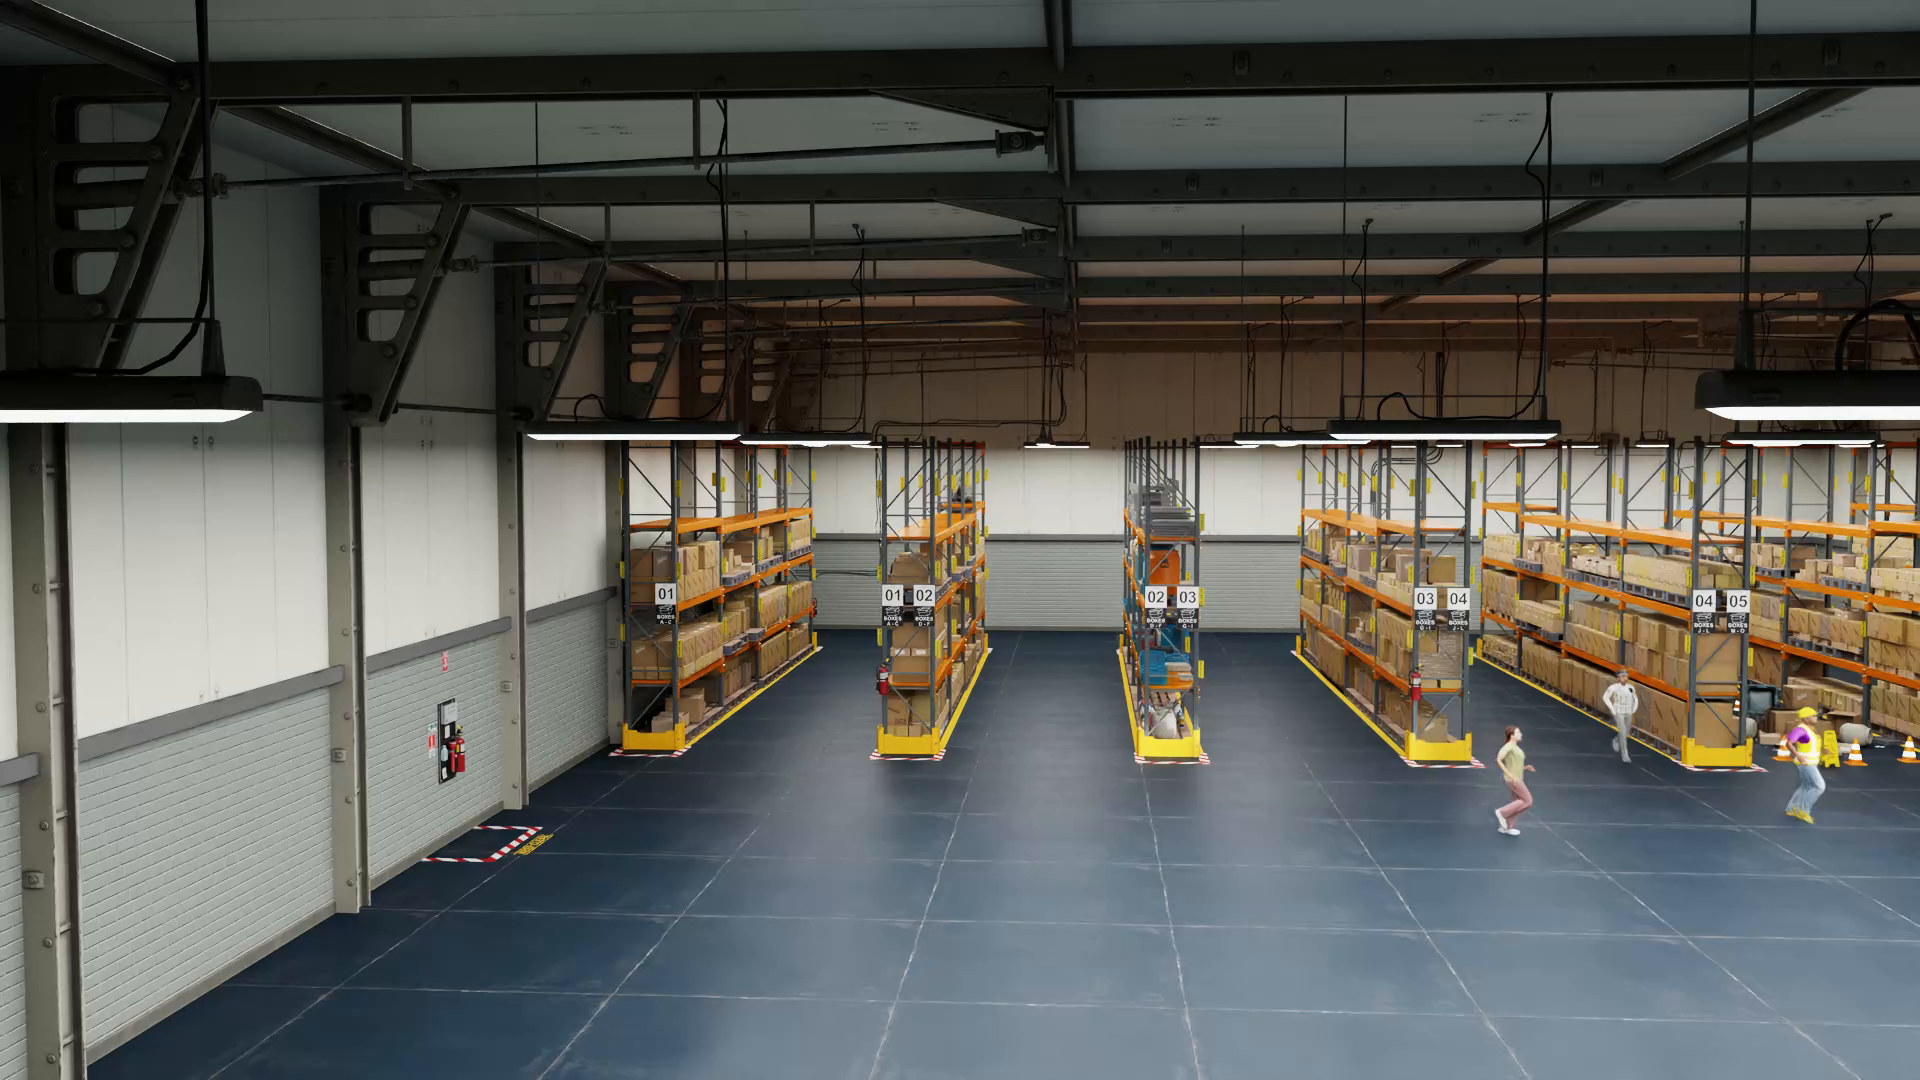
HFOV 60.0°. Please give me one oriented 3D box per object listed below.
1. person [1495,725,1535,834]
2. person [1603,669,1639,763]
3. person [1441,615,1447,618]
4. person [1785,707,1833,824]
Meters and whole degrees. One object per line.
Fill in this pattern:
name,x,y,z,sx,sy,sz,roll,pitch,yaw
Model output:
person,8.289,3.579,24.803,0.537,1.630,0.573,2,3,27
person,12.300,3.234,30.933,0.626,1.688,0.804,0,3,-4
person,13.114,2.400,45.363,0.713,1.819,0.931,1,3,13
person,13.101,3.488,25.673,0.633,1.811,0.678,2,4,37
